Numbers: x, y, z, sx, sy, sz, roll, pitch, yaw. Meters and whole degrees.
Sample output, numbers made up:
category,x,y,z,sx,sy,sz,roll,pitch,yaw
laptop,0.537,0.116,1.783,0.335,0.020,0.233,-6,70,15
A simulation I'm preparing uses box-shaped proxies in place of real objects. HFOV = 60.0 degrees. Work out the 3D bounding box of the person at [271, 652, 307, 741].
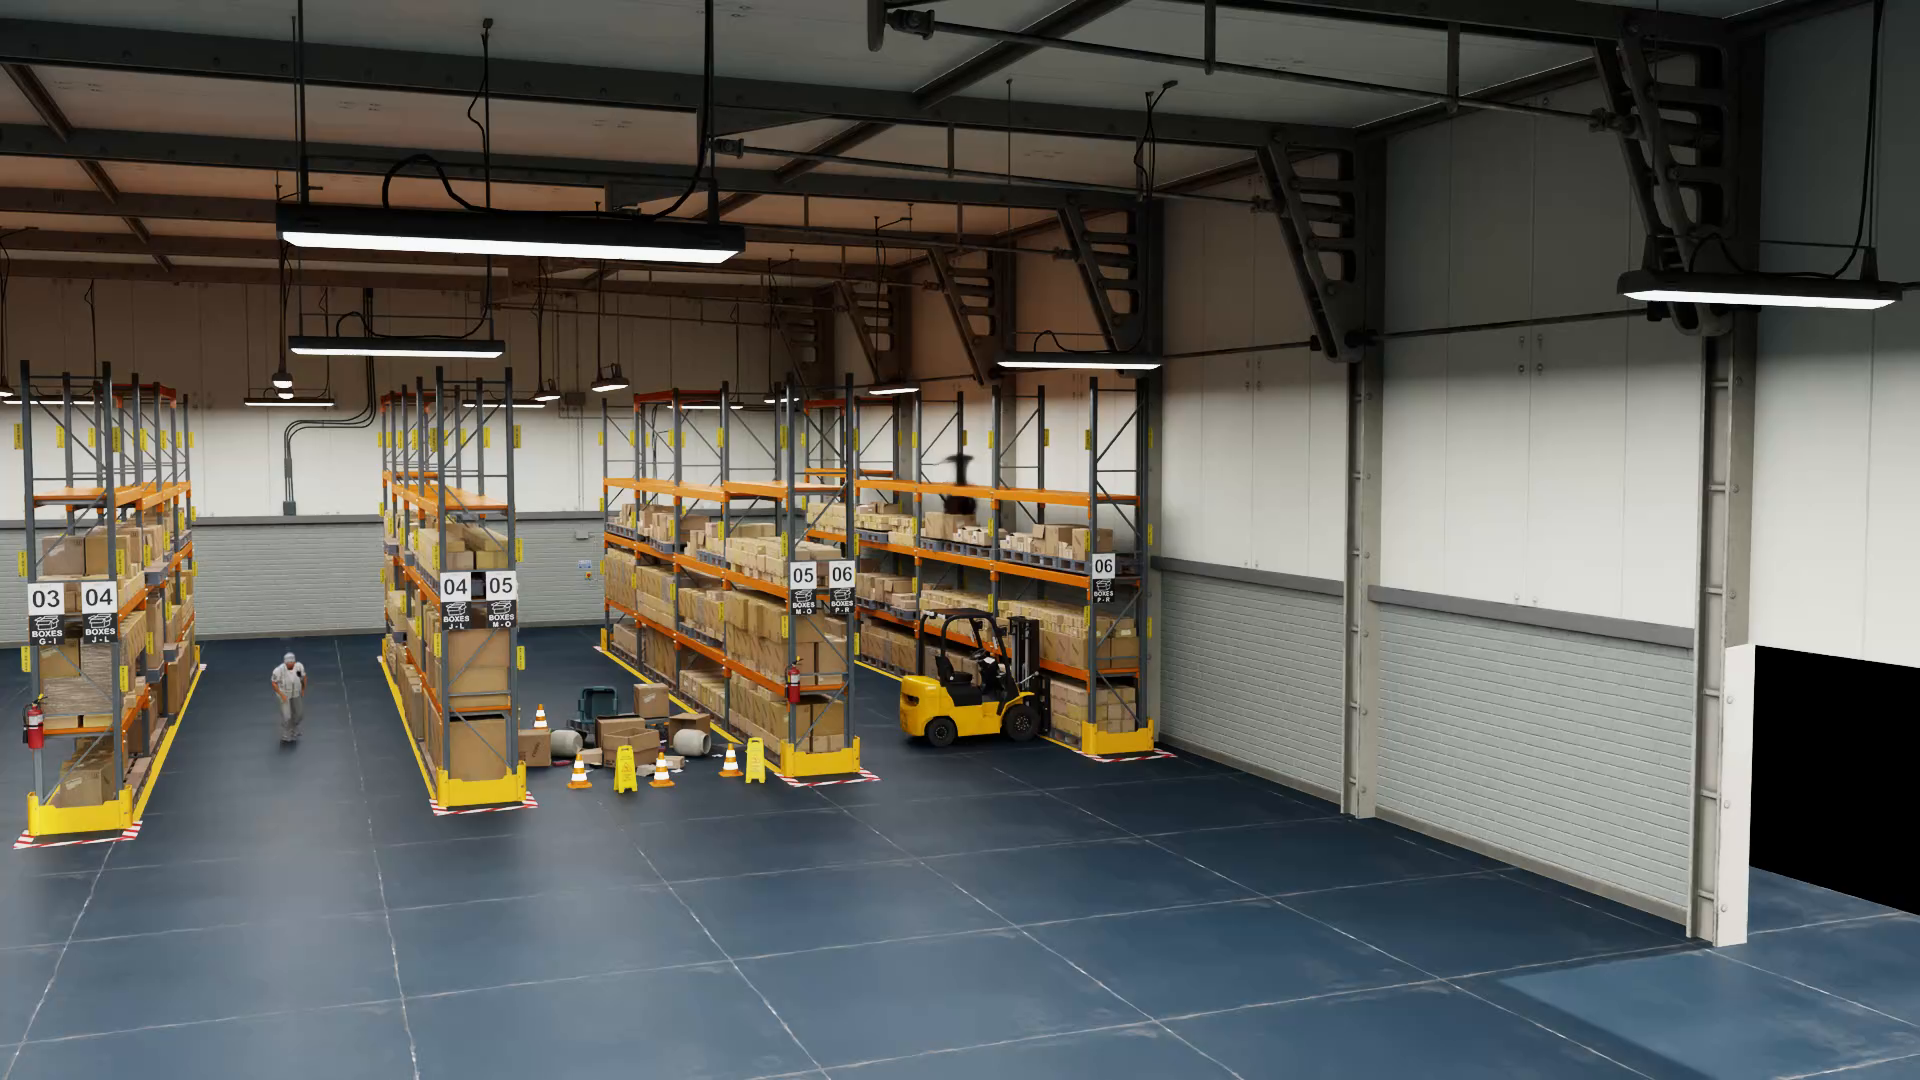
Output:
category,x,y,z,sx,sy,sz,roll,pitch,yaw
person,-11.140,2.585,27.627,0.895,1.517,0.623,3,5,44
